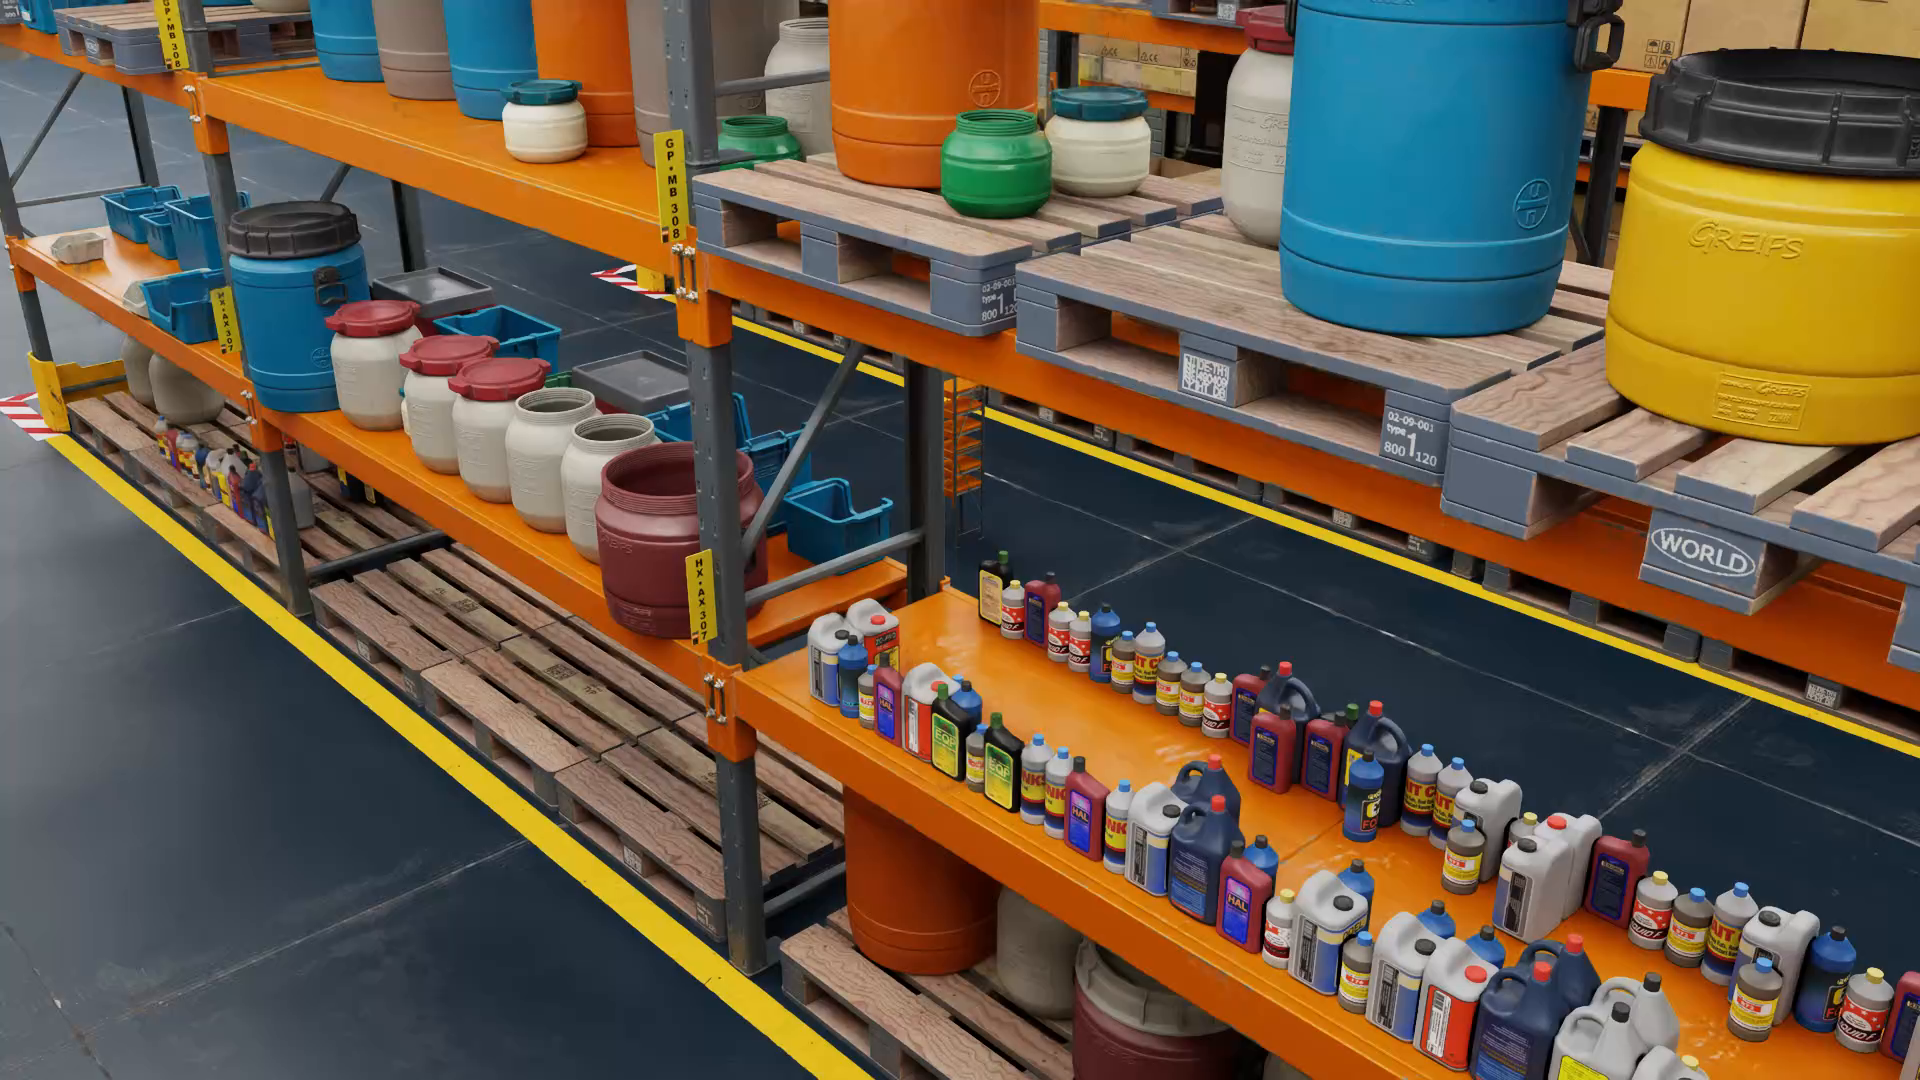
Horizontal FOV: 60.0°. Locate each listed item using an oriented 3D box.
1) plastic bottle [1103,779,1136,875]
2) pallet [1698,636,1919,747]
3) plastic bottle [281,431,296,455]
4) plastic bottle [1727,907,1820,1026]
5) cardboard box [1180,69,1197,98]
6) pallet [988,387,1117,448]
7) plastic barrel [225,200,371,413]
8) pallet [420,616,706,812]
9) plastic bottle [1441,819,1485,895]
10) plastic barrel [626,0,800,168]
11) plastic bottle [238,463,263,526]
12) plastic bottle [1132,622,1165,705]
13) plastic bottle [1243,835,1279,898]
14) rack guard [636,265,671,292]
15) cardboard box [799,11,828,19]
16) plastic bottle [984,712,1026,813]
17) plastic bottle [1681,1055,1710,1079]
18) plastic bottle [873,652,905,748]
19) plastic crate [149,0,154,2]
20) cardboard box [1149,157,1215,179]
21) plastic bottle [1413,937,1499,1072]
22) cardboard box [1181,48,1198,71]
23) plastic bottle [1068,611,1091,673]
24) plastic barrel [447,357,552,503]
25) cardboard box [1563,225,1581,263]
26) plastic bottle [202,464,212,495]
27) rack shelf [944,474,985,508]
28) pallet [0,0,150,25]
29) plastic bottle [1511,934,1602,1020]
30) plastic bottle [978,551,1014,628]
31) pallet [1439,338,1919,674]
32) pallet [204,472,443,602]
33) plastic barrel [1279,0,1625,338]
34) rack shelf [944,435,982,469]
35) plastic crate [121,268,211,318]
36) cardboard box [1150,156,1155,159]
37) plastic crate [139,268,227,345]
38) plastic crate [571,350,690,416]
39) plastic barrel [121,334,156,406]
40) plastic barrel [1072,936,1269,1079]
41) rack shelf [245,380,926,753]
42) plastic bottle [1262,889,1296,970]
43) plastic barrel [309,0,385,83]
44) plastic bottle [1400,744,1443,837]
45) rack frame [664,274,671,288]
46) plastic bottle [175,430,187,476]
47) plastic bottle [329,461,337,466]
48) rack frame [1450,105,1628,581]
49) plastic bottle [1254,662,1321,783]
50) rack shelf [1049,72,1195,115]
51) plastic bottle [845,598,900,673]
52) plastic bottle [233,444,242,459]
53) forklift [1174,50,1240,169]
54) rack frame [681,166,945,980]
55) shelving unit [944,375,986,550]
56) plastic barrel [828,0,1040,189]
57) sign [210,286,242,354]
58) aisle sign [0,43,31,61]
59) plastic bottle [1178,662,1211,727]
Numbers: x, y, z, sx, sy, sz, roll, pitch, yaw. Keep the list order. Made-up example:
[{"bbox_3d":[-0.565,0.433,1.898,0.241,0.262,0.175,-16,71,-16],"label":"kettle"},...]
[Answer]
[{"bbox_3d":[0.448,0.782,4.578,0.097,0.271,0.097,0,25,0],"label":"plastic bottle"},{"bbox_3d":[4.470,0.579,8.228,1.003,0.211,1.213,-21,32,-38],"label":"pallet"},{"bbox_3d":[-4.184,-0.644,10.389,0.097,0.201,0.097,0,25,0],"label":"plastic bottle"},{"bbox_3d":[1.985,1.017,4.057,0.152,0.276,0.135,-21,32,-38],"label":"plastic bottle"},{"bbox_3d":[2.458,-4.367,15.864,0.500,0.250,0.500,-21,32,-38],"label":"cardboard box"},{"bbox_3d":[0.956,-1.028,11.748,1.003,0.211,1.213,-21,32,-38],"label":"pallet"},{"bbox_3d":[-3.152,-1.129,8.008,0.600,0.901,0.708,-21,32,-38],"label":"plastic barrel"},{"bbox_3d":[-1.791,0.761,7.828,1.003,0.211,1.213,-21,32,-38],"label":"pallet"},{"bbox_3d":[1.365,0.852,4.508,0.097,0.201,0.097,0,25,0],"label":"plastic bottle"},{"bbox_3d":[-0.863,-1.796,5.854,0.600,0.901,0.600,0,25,0],"label":"plastic barrel"},{"bbox_3d":[-3.976,-0.271,9.391,0.185,0.351,0.144,22,32,39],"label":"plastic bottle"},{"bbox_3d":[0.617,0.396,5.424,0.097,0.271,0.097,0,25,0],"label":"plastic bottle"},{"bbox_3d":[0.777,0.891,4.339,0.097,0.271,0.097,0,25,0],"label":"plastic bottle"},{"bbox_3d":[-2.327,-2.590,14.826,1.175,0.500,0.348,-21,32,-38],"label":"rack guard"},{"bbox_3d":[-0.913,-3.733,12.635,0.700,0.500,0.500,-21,32,-38],"label":"cardboard box"},{"bbox_3d":[0.131,0.647,4.858,0.061,0.283,0.133,-21,32,-38],"label":"plastic bottle"},{"bbox_3d":[1.597,1.230,3.678,0.097,0.201,0.097,0,25,0],"label":"plastic bottle"},{"bbox_3d":[-0.209,0.496,5.190,0.061,0.283,0.133,-21,32,-38],"label":"plastic bottle"},{"bbox_3d":[-4.405,-3.181,9.515,0.392,0.384,0.575,-21,32,-38],"label":"plastic crate"},{"bbox_3d":[1.297,-2.157,10.744,0.500,0.500,0.500,-19,30,-35],"label":"cardboard box"},{"bbox_3d":[1.174,1.085,3.908,0.152,0.276,0.135,-21,32,-38],"label":"plastic bottle"},{"bbox_3d":[2.451,-4.715,15.724,0.500,0.500,0.500,-20,31,-37],"label":"cardboard box"},{"bbox_3d":[0.417,0.339,5.632,0.097,0.201,0.097,0,25,0],"label":"plastic bottle"},{"bbox_3d":[-1.903,-0.461,6.982,0.433,0.535,0.433,0,25,0],"label":"plastic barrel"},{"bbox_3d":[5.261,-2.451,13.991,0.700,0.500,0.500,-21,32,-38],"label":"cardboard box"},{"bbox_3d":[-4.406,-0.379,9.809,0.097,0.201,0.097,0,25,0],"label":"plastic bottle"},{"bbox_3d":[-0.010,-0.291,9.629,0.258,0.103,0.180,-21,32,-38],"label":"rack shelf"},{"bbox_3d":[-5.434,-3.317,10.020,1.003,0.211,1.213,-21,32,-38],"label":"pallet"},{"bbox_3d":[1.385,1.059,3.874,0.144,0.351,0.185,-21,32,-38],"label":"plastic bottle"},{"bbox_3d":[0.127,0.162,5.921,0.061,0.283,0.133,-21,32,-38],"label":"plastic bottle"},{"bbox_3d":[1.666,-0.169,3.120,1.213,0.211,1.003,-21,32,-38],"label":"pallet"},{"bbox_3d":[-3.623,-0.051,9.608,1.003,0.211,1.213,-21,32,-38],"label":"pallet"},{"bbox_3d":[0.995,-0.938,3.468,0.600,0.901,0.708,-21,32,-38],"label":"plastic barrel"},{"bbox_3d":[-0.010,-0.510,9.529,0.258,0.103,0.180,-21,32,-38],"label":"rack shelf"},{"bbox_3d":[-4.489,-1.405,9.532,0.530,0.136,0.437,-21,32,-38],"label":"plastic crate"},{"bbox_3d":[1.710,-3.868,17.325,0.500,0.311,0.500,19,31,36],"label":"cardboard box"},{"bbox_3d":[-4.149,-1.295,9.154,0.499,0.251,0.616,-21,32,-38],"label":"plastic crate"},{"bbox_3d":[-1.342,-0.498,7.151,0.402,0.464,0.583,-21,32,-38],"label":"plastic crate"},{"bbox_3d":[-5.423,-1.198,11.253,0.421,0.512,0.421,0,25,0],"label":"plastic barrel"},{"bbox_3d":[0.658,1.499,5.249,0.600,0.588,0.708,-21,32,-38],"label":"plastic barrel"},{"bbox_3d":[-1.828,-0.171,7.378,1.077,0.370,4.000,-21,32,-38],"label":"rack shelf"},{"bbox_3d":[0.824,0.980,4.227,0.097,0.201,0.097,0,25,0],"label":"plastic bottle"},{"bbox_3d":[-2.688,-2.605,7.627,0.600,0.901,0.708,-21,32,-38],"label":"plastic barrel"},{"bbox_3d":[1.318,0.706,4.743,0.097,0.271,0.097,0,25,0],"label":"plastic bottle"},{"bbox_3d":[-2.310,-3.720,14.291,1.000,3.000,0.127,-21,32,-38],"label":"rack frame"},{"bbox_3d":[-4.682,-0.534,10.063,0.097,0.271,0.097,0,25,0],"label":"plastic bottle"},{"bbox_3d":[-3.863,-0.648,10.217,0.144,0.351,0.185,-22,32,-39],"label":"plastic bottle"},{"bbox_3d":[3.158,-1.297,8.978,1.000,3.000,0.127,-21,32,-38],"label":"rack frame"},{"bbox_3d":[0.987,0.538,5.017,0.144,0.351,0.185,-21,32,-38],"label":"plastic bottle"},{"bbox_3d":[2.670,-4.193,16.195,1.077,0.370,4.000,-21,32,-38],"label":"rack shelf"},{"bbox_3d":[-0.290,0.344,5.532,0.152,0.276,0.135,-21,32,-38],"label":"plastic bottle"},{"bbox_3d":[-4.228,-0.419,9.797,0.061,0.283,0.133,-21,32,-38],"label":"plastic bottle"},{"bbox_3d":[2.633,-3.085,12.980,3.031,2.935,1.130,22,32,39],"label":"forklift"},{"bbox_3d":[-0.461,0.107,5.900,1.000,3.000,0.127,-21,32,-38],"label":"rack frame"},{"bbox_3d":[-0.010,-0.550,9.511,0.258,1.200,0.189,-21,32,-38],"label":"shelving unit"},{"bbox_3d":[-0.075,-1.471,4.723,0.600,0.830,0.708,-21,32,-38],"label":"plastic barrel"},{"bbox_3d":[-3.604,-1.078,8.165,0.100,0.325,0.005,-21,32,-38],"label":"sign"},{"bbox_3d":[-6.192,-3.438,10.539,0.394,0.787,0.004,-21,32,-38],"label":"aisle sign"},{"bbox_3d":[0.750,0.486,5.309,0.097,0.201,0.097,0,25,0],"label":"plastic bottle"}]
